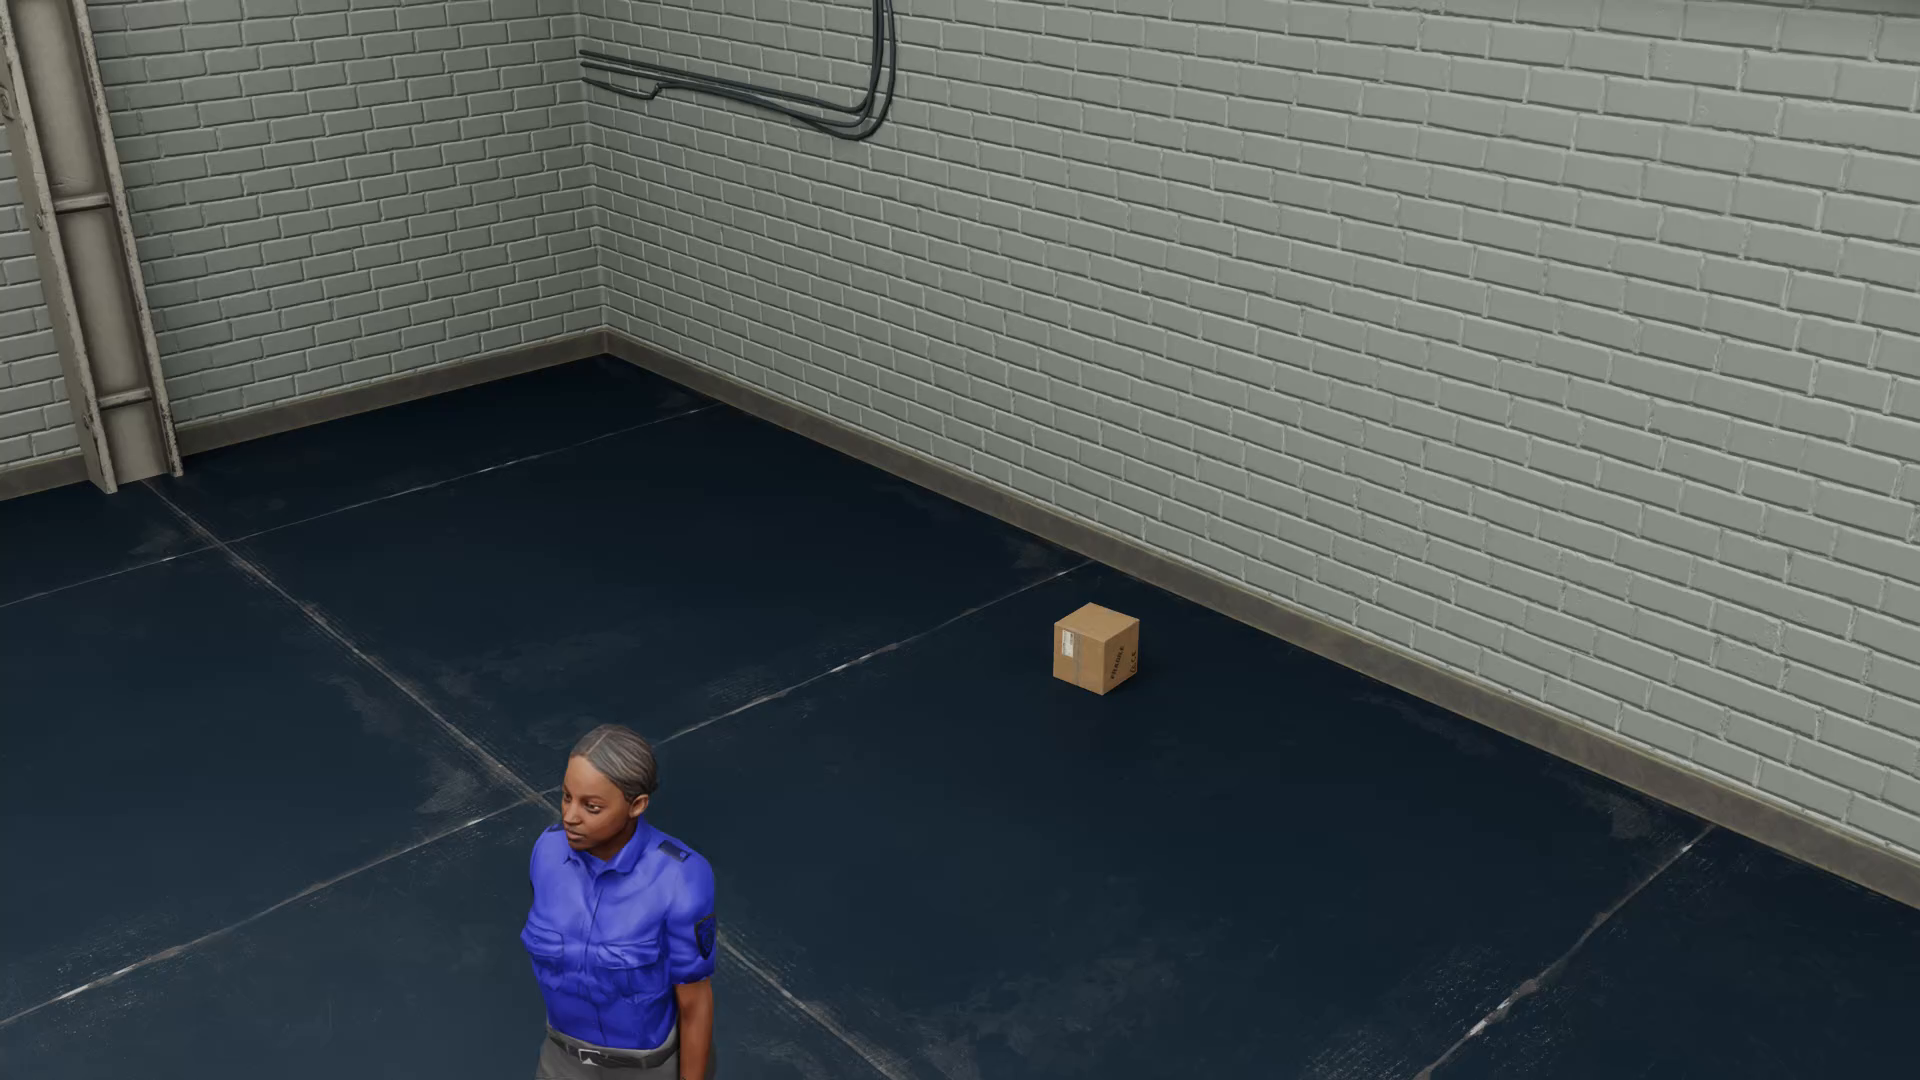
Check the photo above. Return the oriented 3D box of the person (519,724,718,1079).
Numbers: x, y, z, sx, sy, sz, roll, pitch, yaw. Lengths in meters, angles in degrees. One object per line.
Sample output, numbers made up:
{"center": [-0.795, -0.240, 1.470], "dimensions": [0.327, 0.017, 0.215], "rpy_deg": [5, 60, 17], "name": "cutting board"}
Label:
{"center": [-0.715, 1.176, 3.550], "dimensions": [0.441, 1.709, 0.487], "rpy_deg": [7, 25, 15], "name": "person"}
